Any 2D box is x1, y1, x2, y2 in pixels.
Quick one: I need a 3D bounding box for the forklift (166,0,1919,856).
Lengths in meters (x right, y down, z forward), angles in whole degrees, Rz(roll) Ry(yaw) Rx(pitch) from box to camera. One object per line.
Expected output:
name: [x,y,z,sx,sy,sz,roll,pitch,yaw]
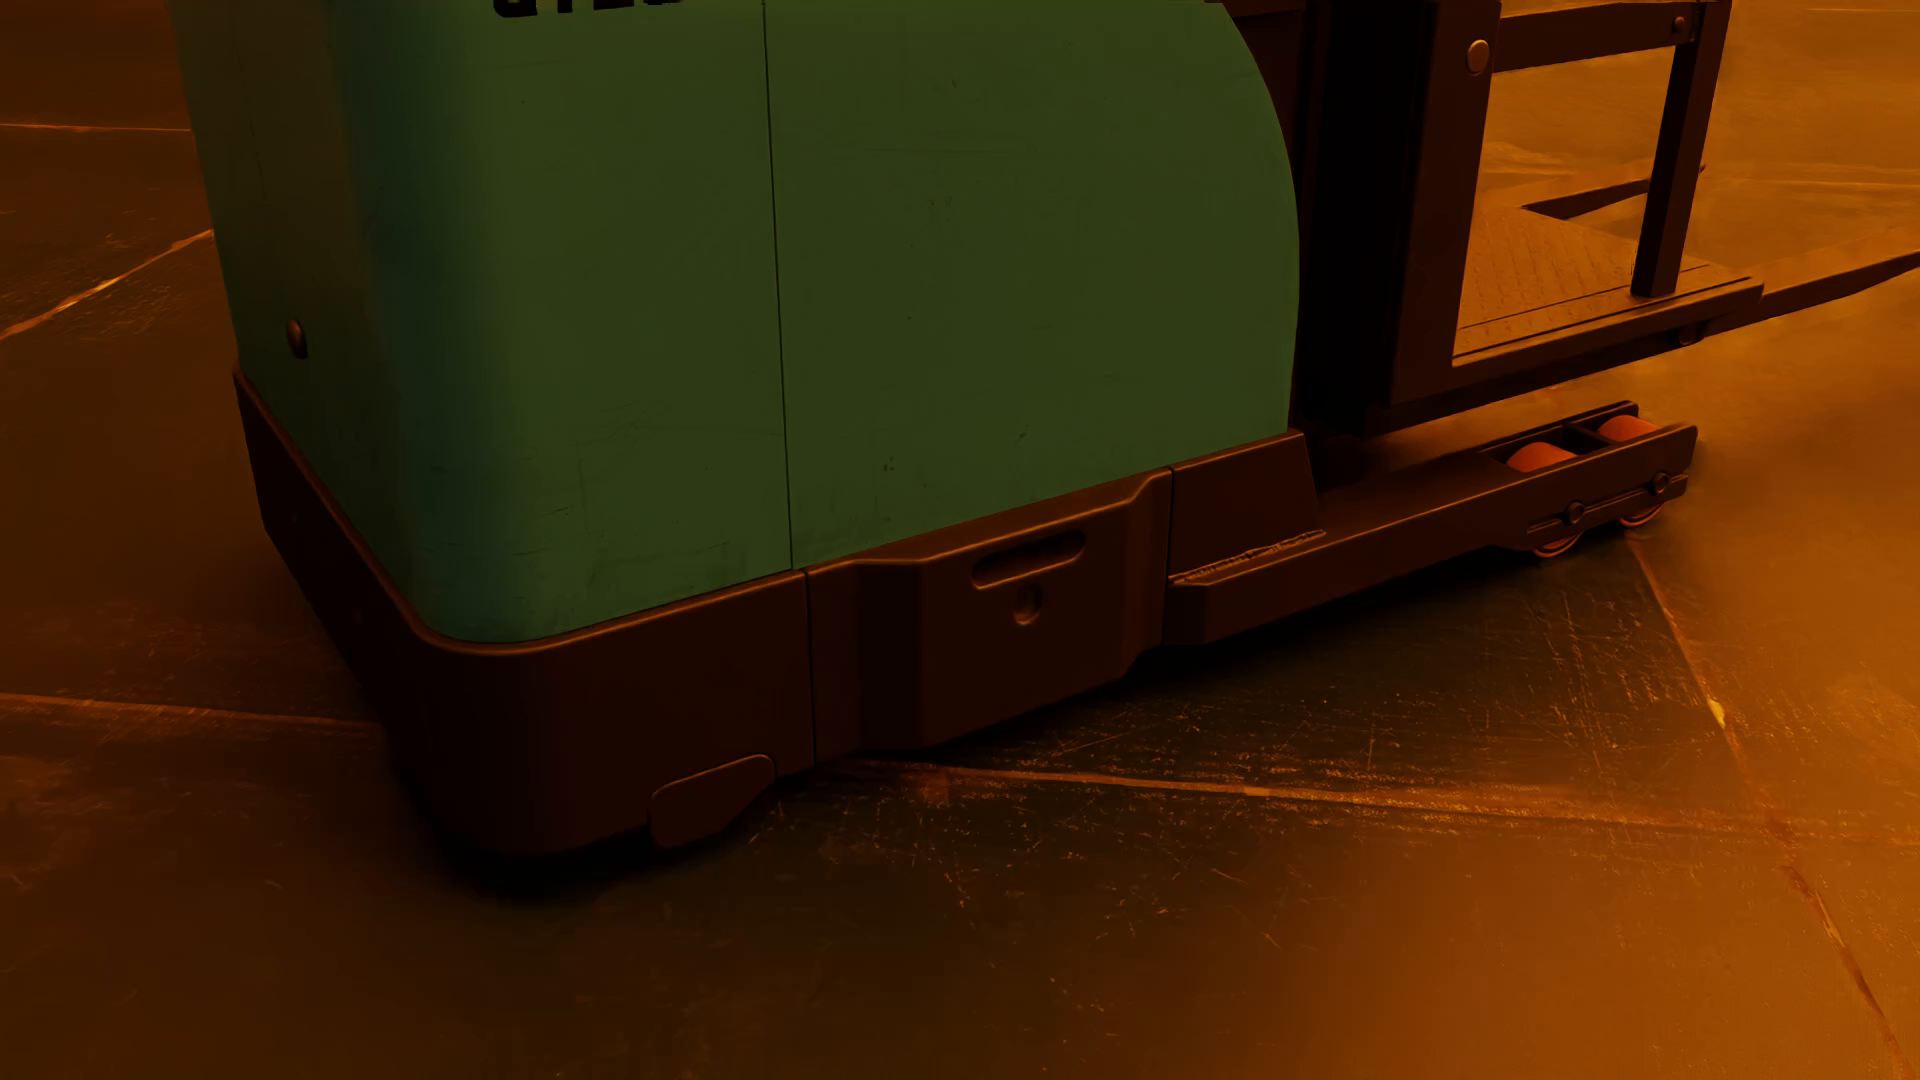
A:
forklift: [0.514,-1.468,2.159,3.031,2.935,1.130,-16,31,-29]
